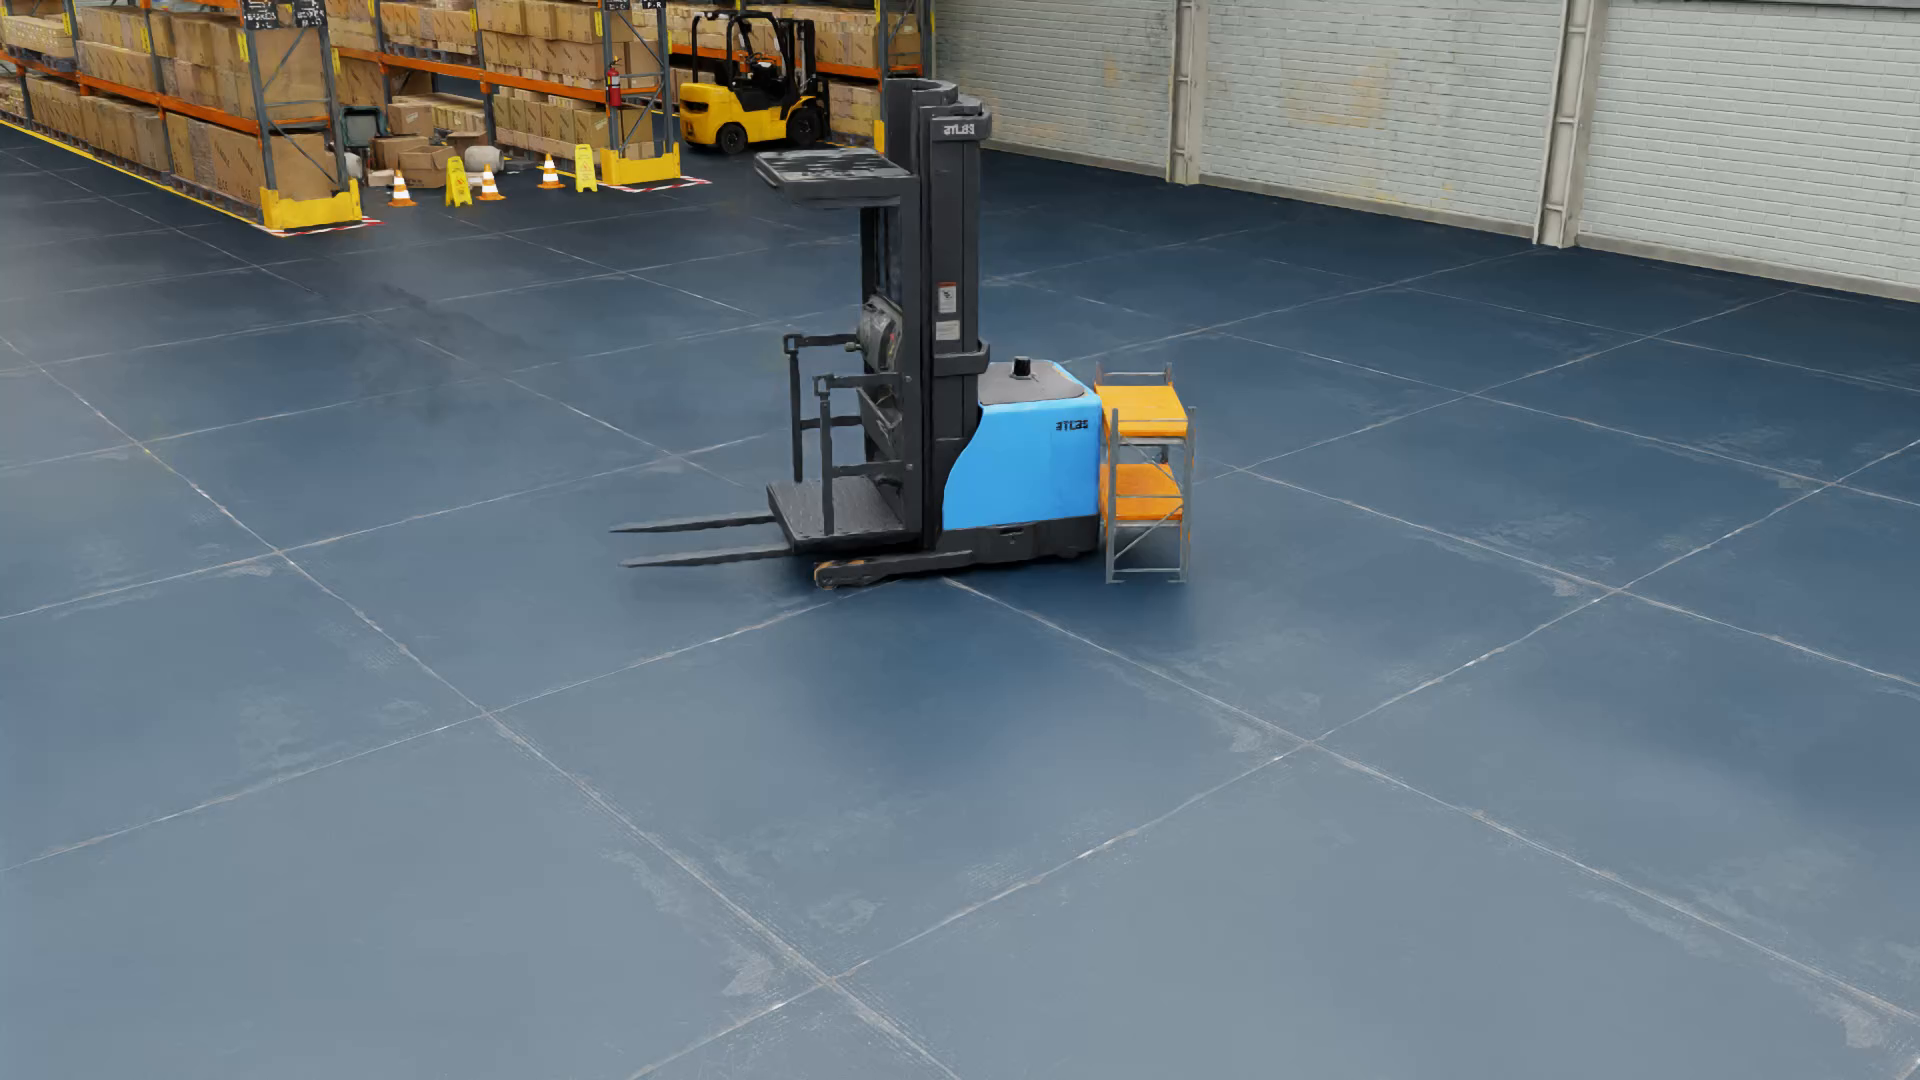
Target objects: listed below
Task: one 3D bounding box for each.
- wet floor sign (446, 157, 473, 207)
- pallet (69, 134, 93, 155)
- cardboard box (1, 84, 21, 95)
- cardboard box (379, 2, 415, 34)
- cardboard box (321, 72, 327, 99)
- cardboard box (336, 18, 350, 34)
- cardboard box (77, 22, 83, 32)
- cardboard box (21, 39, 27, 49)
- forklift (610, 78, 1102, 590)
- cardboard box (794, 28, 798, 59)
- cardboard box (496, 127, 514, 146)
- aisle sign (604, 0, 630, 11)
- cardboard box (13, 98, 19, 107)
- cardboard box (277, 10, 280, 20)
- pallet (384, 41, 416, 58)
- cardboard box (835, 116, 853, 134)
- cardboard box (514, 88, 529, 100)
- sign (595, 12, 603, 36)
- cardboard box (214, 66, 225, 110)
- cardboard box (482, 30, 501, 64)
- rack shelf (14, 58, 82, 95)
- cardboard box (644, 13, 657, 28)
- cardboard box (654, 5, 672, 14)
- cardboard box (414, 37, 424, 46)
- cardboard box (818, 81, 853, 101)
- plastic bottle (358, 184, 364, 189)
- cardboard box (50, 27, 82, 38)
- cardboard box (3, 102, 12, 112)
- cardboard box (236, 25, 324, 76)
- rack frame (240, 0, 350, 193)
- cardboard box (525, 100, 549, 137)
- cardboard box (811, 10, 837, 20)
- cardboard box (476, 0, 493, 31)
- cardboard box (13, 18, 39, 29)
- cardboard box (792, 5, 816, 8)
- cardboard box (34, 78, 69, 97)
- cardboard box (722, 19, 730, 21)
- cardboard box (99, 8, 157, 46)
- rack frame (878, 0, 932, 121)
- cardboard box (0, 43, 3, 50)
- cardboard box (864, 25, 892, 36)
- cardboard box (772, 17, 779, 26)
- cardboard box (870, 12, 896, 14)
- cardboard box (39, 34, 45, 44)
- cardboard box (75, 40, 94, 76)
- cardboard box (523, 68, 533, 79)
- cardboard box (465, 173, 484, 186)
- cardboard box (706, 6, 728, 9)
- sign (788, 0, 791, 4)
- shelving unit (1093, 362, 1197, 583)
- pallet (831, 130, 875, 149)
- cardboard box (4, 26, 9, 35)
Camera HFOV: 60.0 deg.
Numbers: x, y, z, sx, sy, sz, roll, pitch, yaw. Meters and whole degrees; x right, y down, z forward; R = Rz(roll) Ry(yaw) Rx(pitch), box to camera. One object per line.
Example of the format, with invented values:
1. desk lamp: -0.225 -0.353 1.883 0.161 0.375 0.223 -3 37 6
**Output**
1. wet floor sign: -6.808 -4.852 22.488 0.232 0.644 0.267 17 27 36
2. pallet: -14.058 -6.613 27.579 1.003 0.211 1.213 -17 27 -37
3. cardboard box: -17.311 -8.253 30.461 0.380 0.149 0.250 -19 28 -40
4. cardboard box: -9.747 -9.103 28.991 0.500 0.500 0.500 -18 28 -39
5. cardboard box: -12.011 -9.061 32.342 0.875 0.875 0.875 -16 27 -36
6. cardboard box: -11.061 -9.415 30.430 0.500 0.250 0.500 -18 28 -39
7. cardboard box: -14.389 -8.515 27.564 0.380 0.149 0.250 -16 26 -35
8. cardboard box: -15.576 -8.376 28.024 0.380 0.149 0.250 -19 28 -40
9. forklift: -0.678 -1.270 10.208 3.031 2.935 1.130 -6 22 -15
10. cardboard box: -2.720 -8.561 28.593 0.500 0.500 0.500 -18 28 -38
11. cardboard box: -7.073 -6.485 26.622 0.500 0.250 0.500 -19 28 -40
12. aisle sign: -4.822 -7.816 23.261 0.394 0.787 0.004 -17 27 -37
13. cardboard box: -16.792 -7.890 29.942 0.380 0.149 0.250 -19 28 -40
14. cardboard box: -13.312 -10.262 32.933 0.500 0.500 0.500 -18 28 -39
15. pallet: -9.319 -8.641 29.196 1.213 0.211 1.003 -17 27 -37
16. cardboard box: -1.748 -6.984 27.896 0.500 0.250 0.500 -17 27 -37
17. cardboard box: -6.700 -6.945 25.880 0.380 0.149 0.250 -16 27 -35
18. sign: -5.076 -7.251 23.363 0.100 0.325 0.005 -17 27 -37
19. cardboard box: -9.249 -5.978 21.928 0.875 0.550 0.550 -17 27 -37
20. cardboard box: -7.178 -7.794 26.225 0.500 0.500 0.500 -18 27 -38
21. rack shelf: -14.854 -7.913 28.061 1.077 0.370 4.000 -17 27 -37
22. cardboard box: -5.677 -9.928 31.739 0.500 0.250 0.500 -16 27 -36
23. cardboard box: -5.580 -10.067 31.548 0.380 0.149 0.250 -17 27 -37
24. cardboard box: -9.111 -8.545 28.455 0.380 0.149 0.250 -16 26 -34
25. cardboard box: -2.097 -7.585 28.059 0.500 0.250 0.500 -17 27 -37
26. plastic bottle: -8.685 -5.063 23.828 0.133 0.061 0.283 12 24 27
27. cardboard box: -14.216 -8.077 26.446 0.380 0.149 0.250 -19 28 -39
28. cardboard box: -17.350 -7.982 30.583 0.380 0.149 0.250 -18 27 -38
29. cardboard box: -8.540 -6.170 20.936 0.875 0.550 0.550 -17 27 -37
30. rack frame: -8.327 -5.485 20.875 1.000 3.000 0.127 -17 27 -37
31. cardboard box: -6.378 -6.545 25.748 0.500 0.500 0.500 -16 26 -35
32. cardboard box: -2.284 -8.832 27.987 0.380 0.149 0.250 -17 27 -37
33. cardboard box: -7.131 -8.274 26.080 0.700 0.500 0.500 -18 28 -38
34. cardboard box: -15.738 -8.721 28.091 0.380 0.149 0.250 -18 28 -38
35. cardboard box: -2.743 -9.301 29.183 0.380 0.149 0.250 -18 28 -38
36. cardboard box: -15.528 -7.768 28.527 0.500 0.250 0.500 -17 27 -36
37. cardboard box: -4.069 -9.436 29.937 0.380 0.149 0.250 -18 28 -38
38. cardboard box: -12.596 -7.801 25.279 0.700 0.500 0.500 -18 28 -38
39. rack frame: -0.885 -7.874 26.975 1.000 3.000 0.127 -17 27 -37
40. cardboard box: -17.253 -8.985 30.156 0.380 0.149 0.250 -19 28 -40
41. cardboard box: -1.324 -8.252 26.913 0.380 0.149 0.250 -17 27 -37
42. cardboard box: -3.021 -8.955 28.707 0.380 0.149 0.250 -17 27 -36
43. cardboard box: -1.271 -8.655 27.534 0.380 0.149 0.250 -17 27 -36
44. cardboard box: -14.729 -8.155 27.053 0.380 0.149 0.250 -17 27 -37
45. cardboard box: -13.460 -7.554 26.020 0.500 0.500 0.500 -17 27 -37
46. cardboard box: -6.463 -7.161 25.498 0.380 0.149 0.250 -17 27 -37
47. cardboard box: -7.028 -5.245 24.172 0.380 0.149 0.250 -4 22 -10
48. cardboard box: -4.523 -9.908 31.142 0.380 0.149 0.250 -17 27 -37
49. sign: -3.077 -9.552 29.963 0.100 0.325 0.005 -17 27 -37
50. shelving unit: 1.145 -0.448 10.586 0.538 1.125 1.048 0 21 -1
51. pallet: -1.416 -6.777 27.997 1.003 0.211 1.213 -17 27 -37
52. cardboard box: -16.251 -8.799 28.698 0.380 0.149 0.250 -17 27 -37
